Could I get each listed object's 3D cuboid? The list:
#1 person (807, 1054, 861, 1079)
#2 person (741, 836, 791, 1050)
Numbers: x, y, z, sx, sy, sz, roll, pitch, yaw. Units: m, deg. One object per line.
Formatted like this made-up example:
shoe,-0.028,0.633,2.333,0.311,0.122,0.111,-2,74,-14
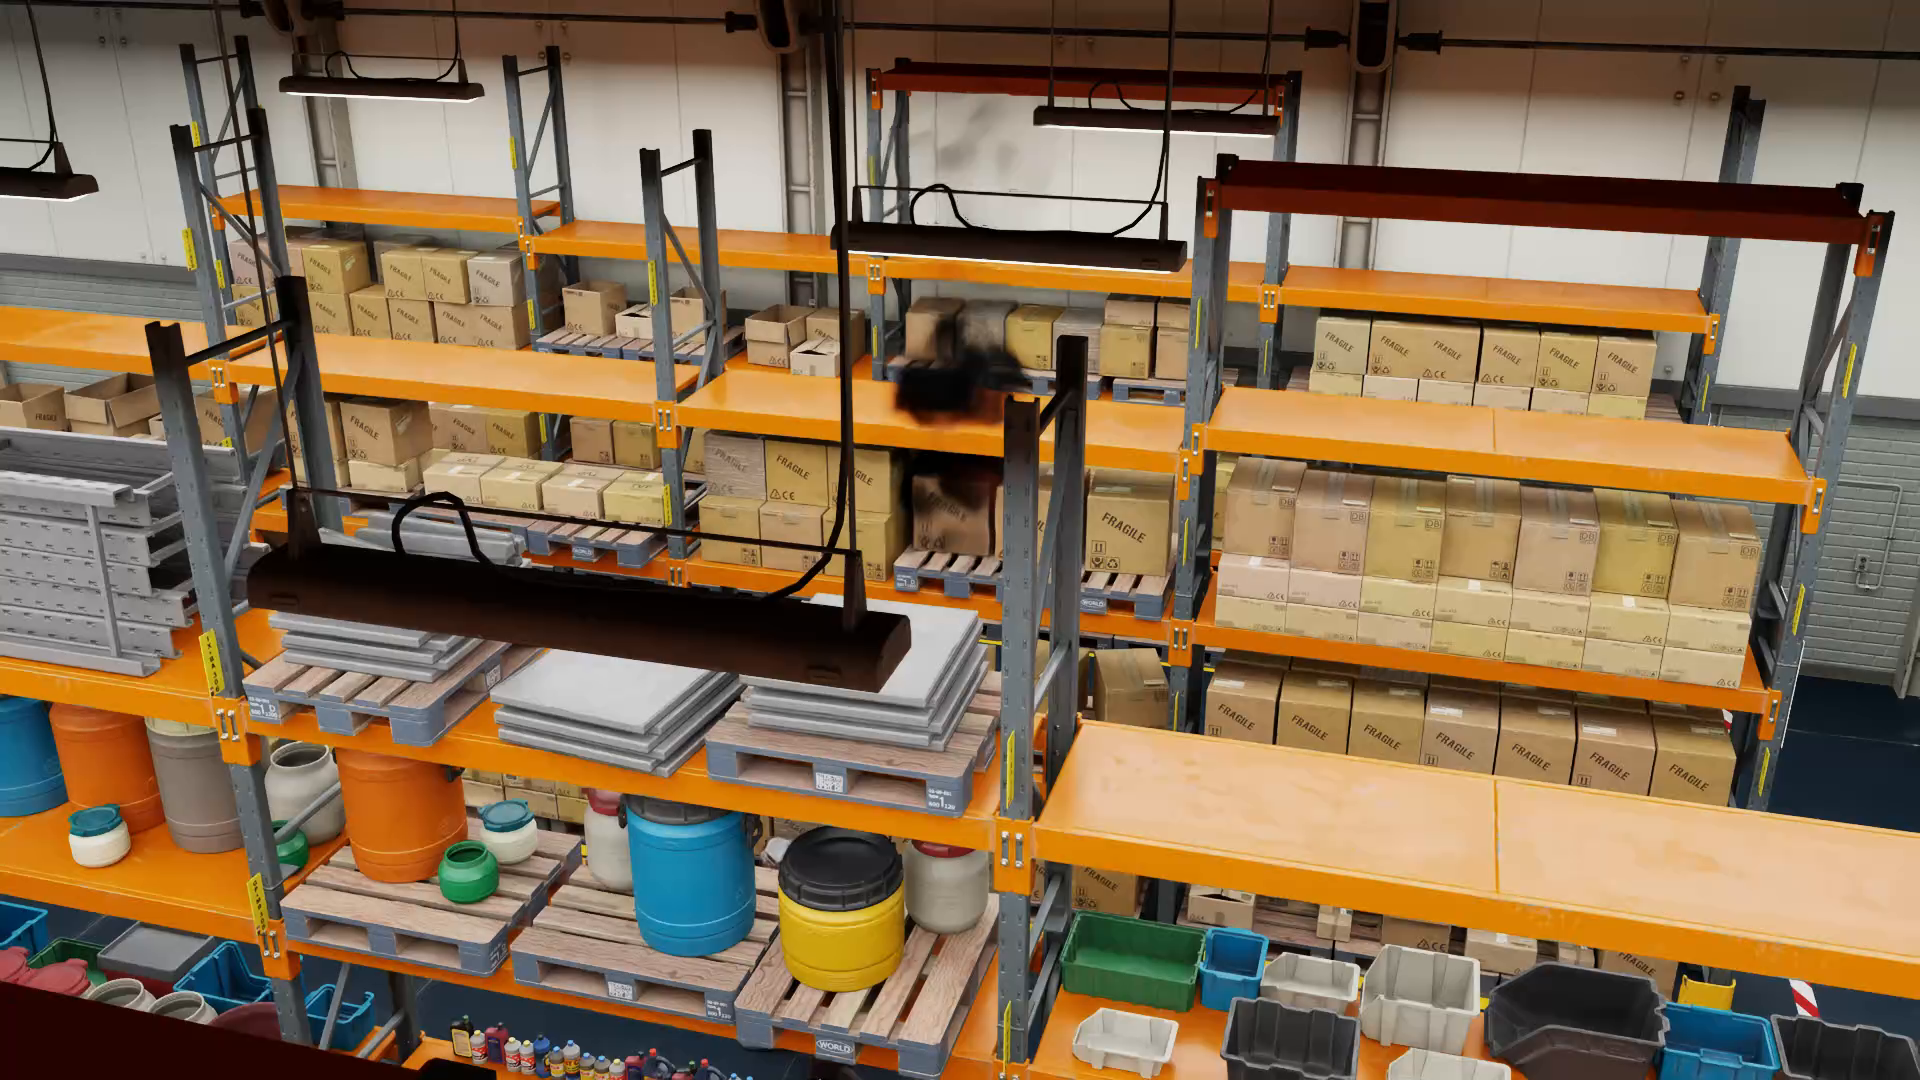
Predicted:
person,-0.811,3.220,10.841,0.590,1.677,0.683,8,24,19
person,-1.181,2.875,11.508,0.861,1.796,0.635,7,23,16
